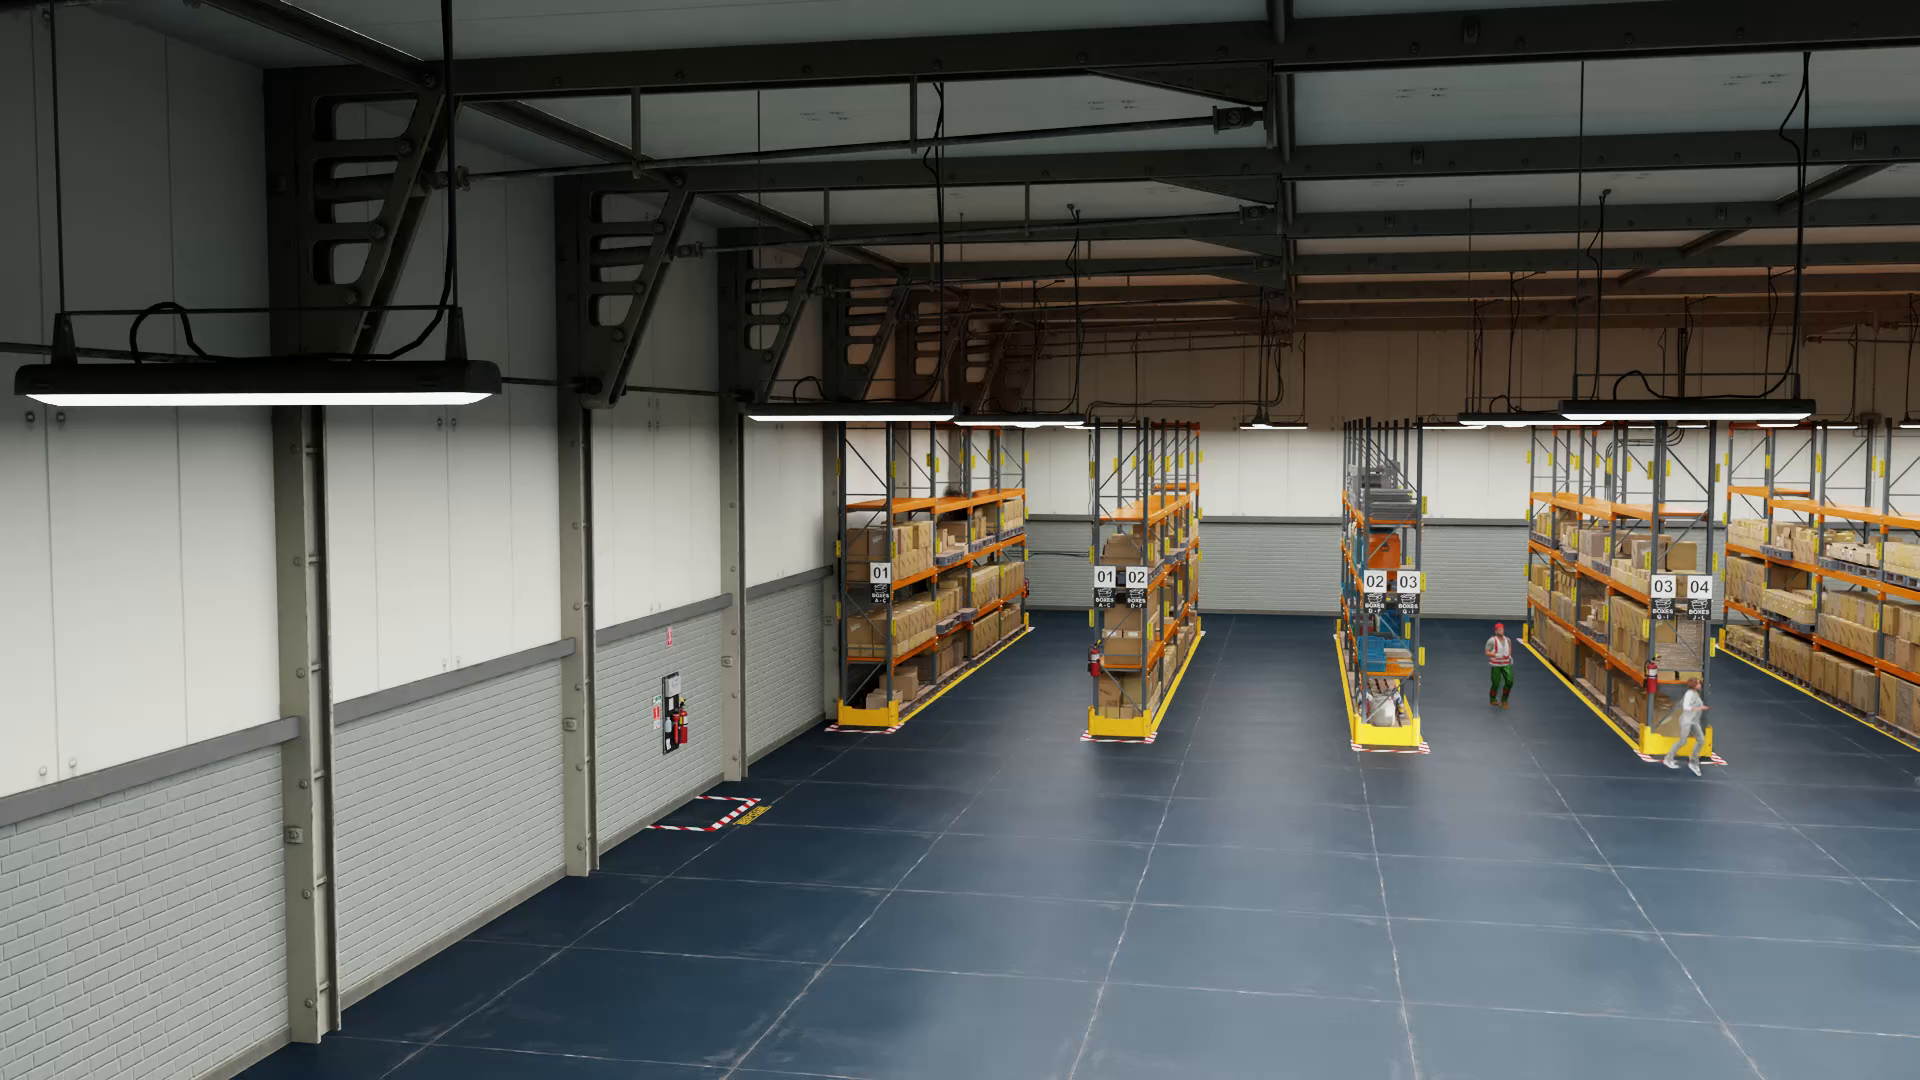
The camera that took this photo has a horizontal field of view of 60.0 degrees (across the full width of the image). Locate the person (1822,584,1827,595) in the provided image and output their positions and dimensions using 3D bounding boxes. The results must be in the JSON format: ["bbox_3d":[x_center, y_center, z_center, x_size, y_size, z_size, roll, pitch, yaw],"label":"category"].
[{"bbox_3d":[23.326,2.026,44.881,0.753,1.627,0.613,1,4,14],"label":"person"}]

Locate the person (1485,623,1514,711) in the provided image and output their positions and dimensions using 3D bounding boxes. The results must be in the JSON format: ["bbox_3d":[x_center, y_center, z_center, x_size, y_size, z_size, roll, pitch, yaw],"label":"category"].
[{"bbox_3d":[11.137,2.614,34.265,0.628,1.814,0.733,0,4,-5],"label":"person"}]

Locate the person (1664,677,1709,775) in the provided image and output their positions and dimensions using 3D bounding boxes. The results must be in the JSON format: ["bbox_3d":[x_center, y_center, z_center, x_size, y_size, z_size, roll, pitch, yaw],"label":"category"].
[{"bbox_3d":[12.272,3.122,27.985,0.536,1.624,0.700,-3,5,-41],"label":"person"}]
